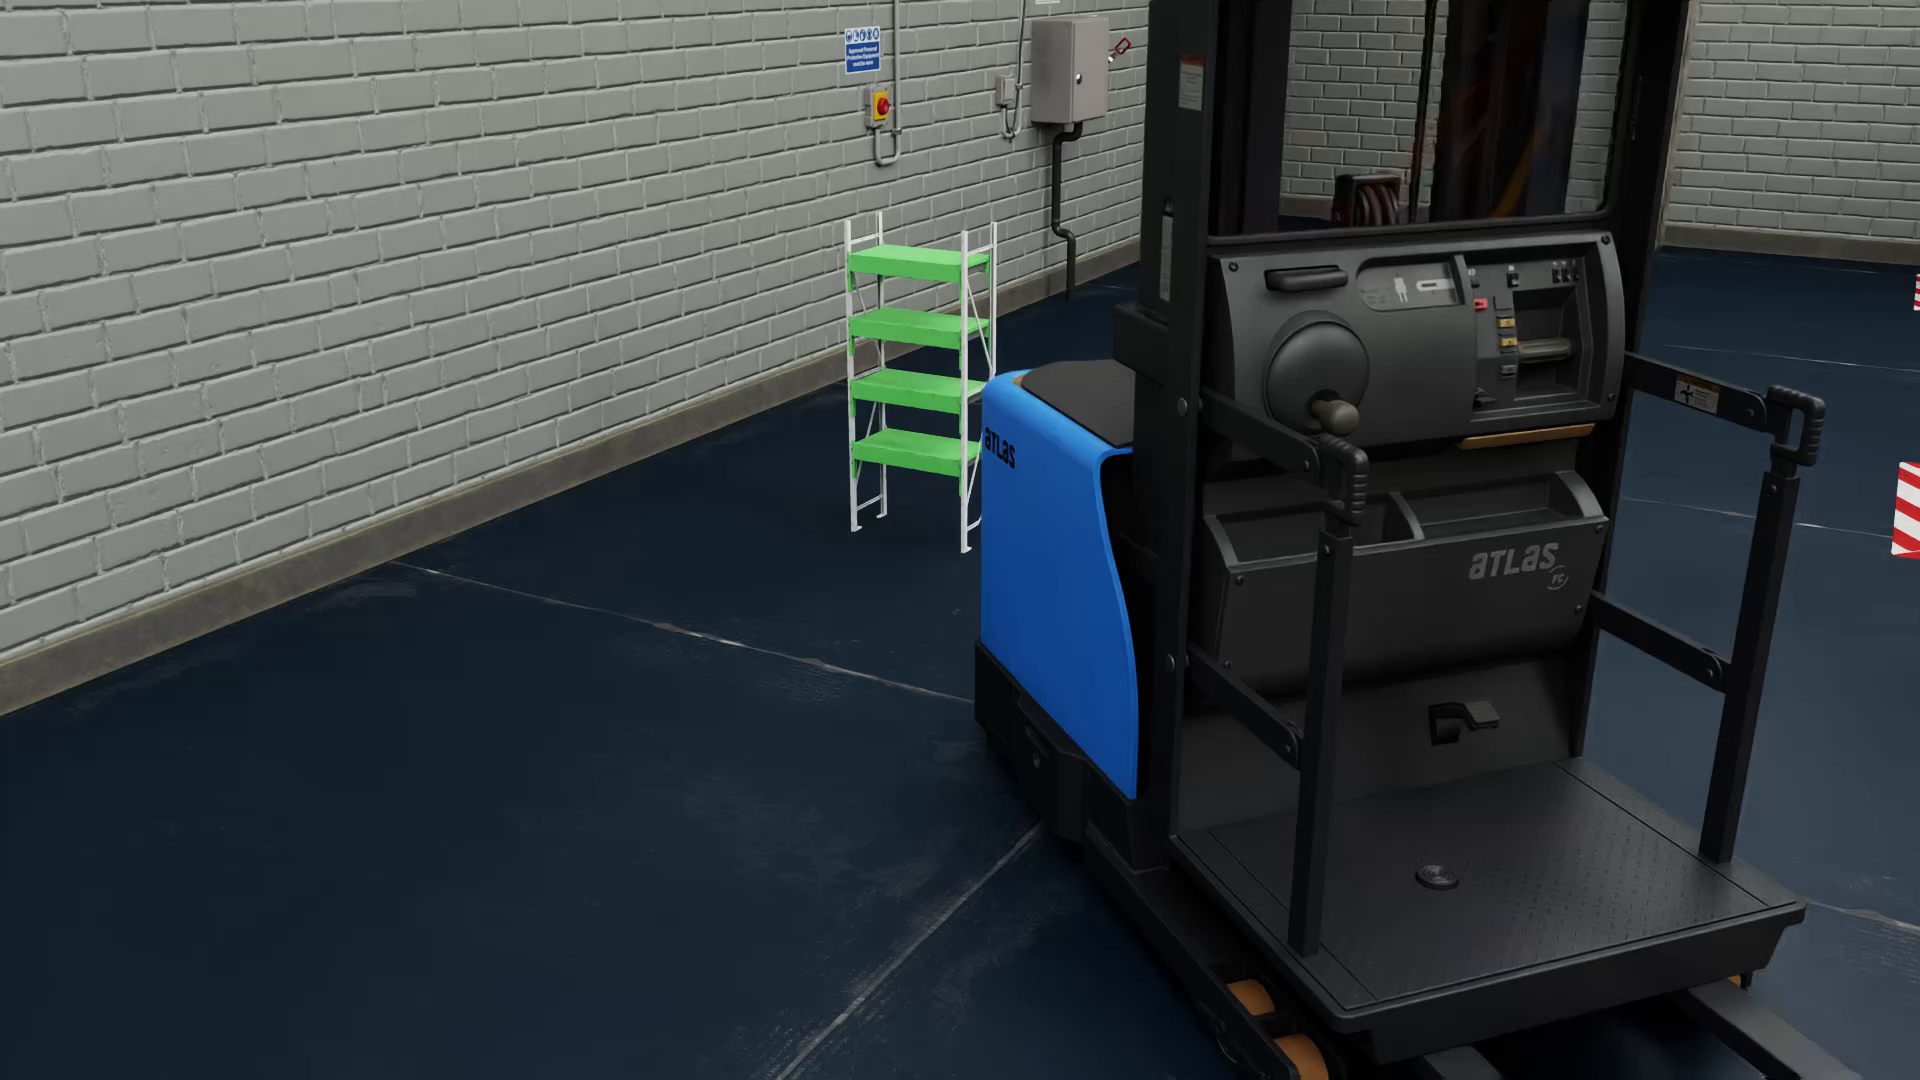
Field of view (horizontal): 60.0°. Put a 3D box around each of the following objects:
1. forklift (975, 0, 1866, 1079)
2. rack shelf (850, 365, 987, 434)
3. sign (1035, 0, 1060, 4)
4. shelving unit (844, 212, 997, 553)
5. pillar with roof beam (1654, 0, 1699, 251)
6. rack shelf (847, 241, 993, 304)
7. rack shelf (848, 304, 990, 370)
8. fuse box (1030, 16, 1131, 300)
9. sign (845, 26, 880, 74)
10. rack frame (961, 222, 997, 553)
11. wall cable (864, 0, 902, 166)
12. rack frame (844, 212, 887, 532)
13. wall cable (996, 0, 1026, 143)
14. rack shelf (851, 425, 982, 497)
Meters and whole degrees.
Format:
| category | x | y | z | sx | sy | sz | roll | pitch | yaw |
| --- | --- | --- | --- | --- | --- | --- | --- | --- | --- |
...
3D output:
| category | x | y | z | sx | sy | sz | roll | pitch | yaw |
| --- | --- | --- | --- | --- | --- | --- | --- | --- | --- |
| forklift | 1.024 | -0.403 | 3.179 | 1.130 | 2.935 | 3.031 | -7 | 21 | -19 |
| rack shelf | -0.145 | -0.532 | 6.258 | 0.480 | 0.148 | 0.258 | 11 | 23 | 27 |
| sign | 0.532 | -3.354 | 10.003 | 0.001 | 0.242 | 0.339 | 11 | 23 | 27 |
| shelving unit | -0.145 | -0.592 | 6.236 | 0.503 | 1.200 | 0.258 | 11 | 23 | 27 |
| pillar with roof beam | 2.926 | -5.150 | 7.366 | 0.400 | 9.000 | 9.100 | 11 | 23 | 27 |
| rack shelf | -0.145 | -0.983 | 6.095 | 0.480 | 0.148 | 0.258 | 11 | 23 | 27 |
| rack shelf | -0.145 | -0.757 | 6.176 | 0.480 | 0.148 | 0.258 | 11 | 23 | 27 |
| fuse box | 0.740 | -2.343 | 10.314 | 0.414 | 1.711 | 0.539 | 11 | 23 | 27 |
| sign | -0.489 | -2.470 | 8.379 | 0.001 | 0.218 | 0.327 | 11 | 23 | 27 |
| rack frame | 0.069 | -0.551 | 6.125 | 0.015 | 1.200 | 0.240 | 11 | 23 | 27 |
| wall cable | -0.412 | -2.839 | 8.258 | 0.123 | 1.953 | 0.585 | 11 | 23 | 27 |
| rack frame | -0.358 | -0.632 | 6.348 | 0.015 | 1.200 | 0.240 | 11 | 23 | 27 |
| wall cable | 0.269 | -3.249 | 9.433 | 0.122 | 1.984 | 0.588 | 11 | 23 | 27 |
| rack shelf | -0.145 | -0.306 | 6.340 | 0.480 | 0.148 | 0.258 | 11 | 23 | 27 |
